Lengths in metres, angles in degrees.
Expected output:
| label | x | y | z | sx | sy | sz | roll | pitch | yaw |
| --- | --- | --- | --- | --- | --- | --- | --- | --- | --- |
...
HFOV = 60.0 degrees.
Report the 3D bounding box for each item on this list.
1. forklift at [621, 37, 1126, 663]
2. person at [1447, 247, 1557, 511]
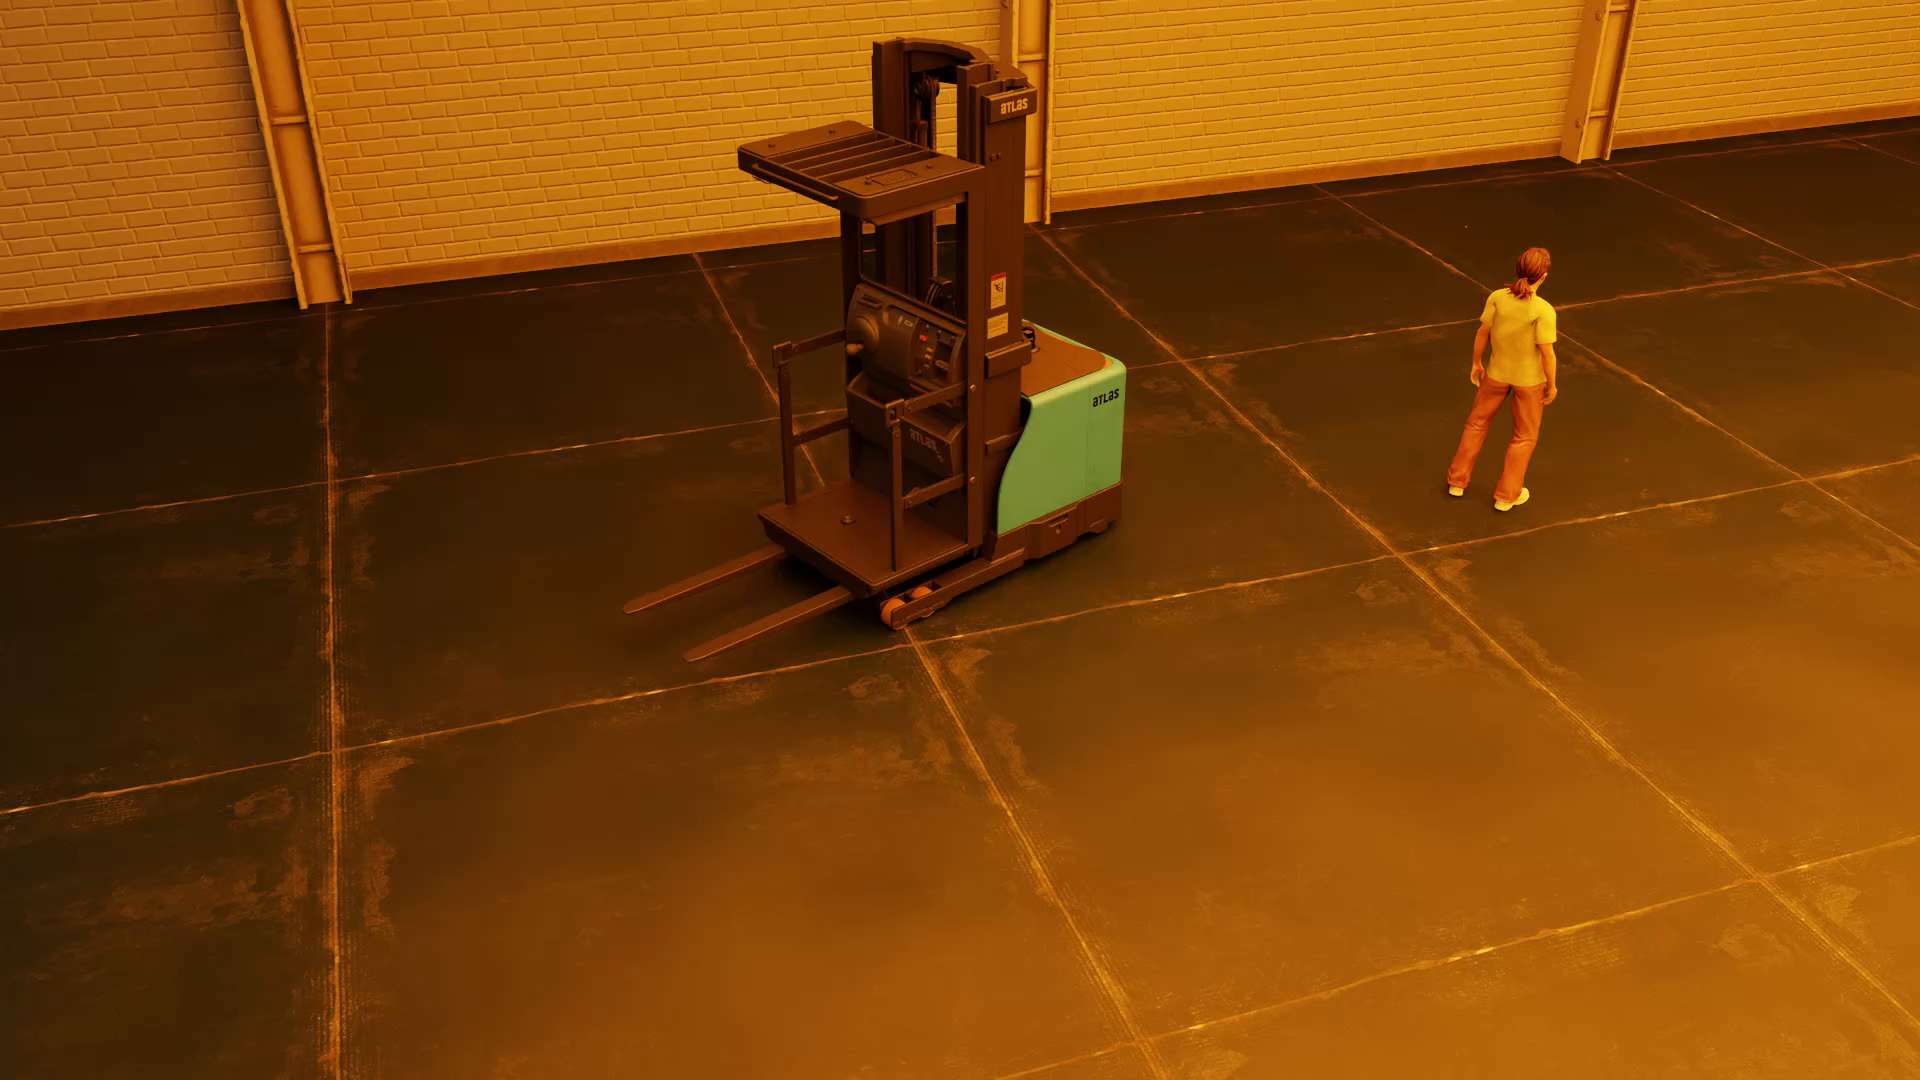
| label | x | y | z | sx | sy | sz | roll | pitch | yaw |
| --- | --- | --- | --- | --- | --- | --- | --- | --- | --- |
| forklift | -0.461 | -1.072 | 8.951 | 3.031 | 2.935 | 1.130 | -23 | 37 | -34 |
| person | 3.312 | -0.981 | 10.052 | 0.596 | 1.675 | 0.402 | 20 | 36 | 31 |
